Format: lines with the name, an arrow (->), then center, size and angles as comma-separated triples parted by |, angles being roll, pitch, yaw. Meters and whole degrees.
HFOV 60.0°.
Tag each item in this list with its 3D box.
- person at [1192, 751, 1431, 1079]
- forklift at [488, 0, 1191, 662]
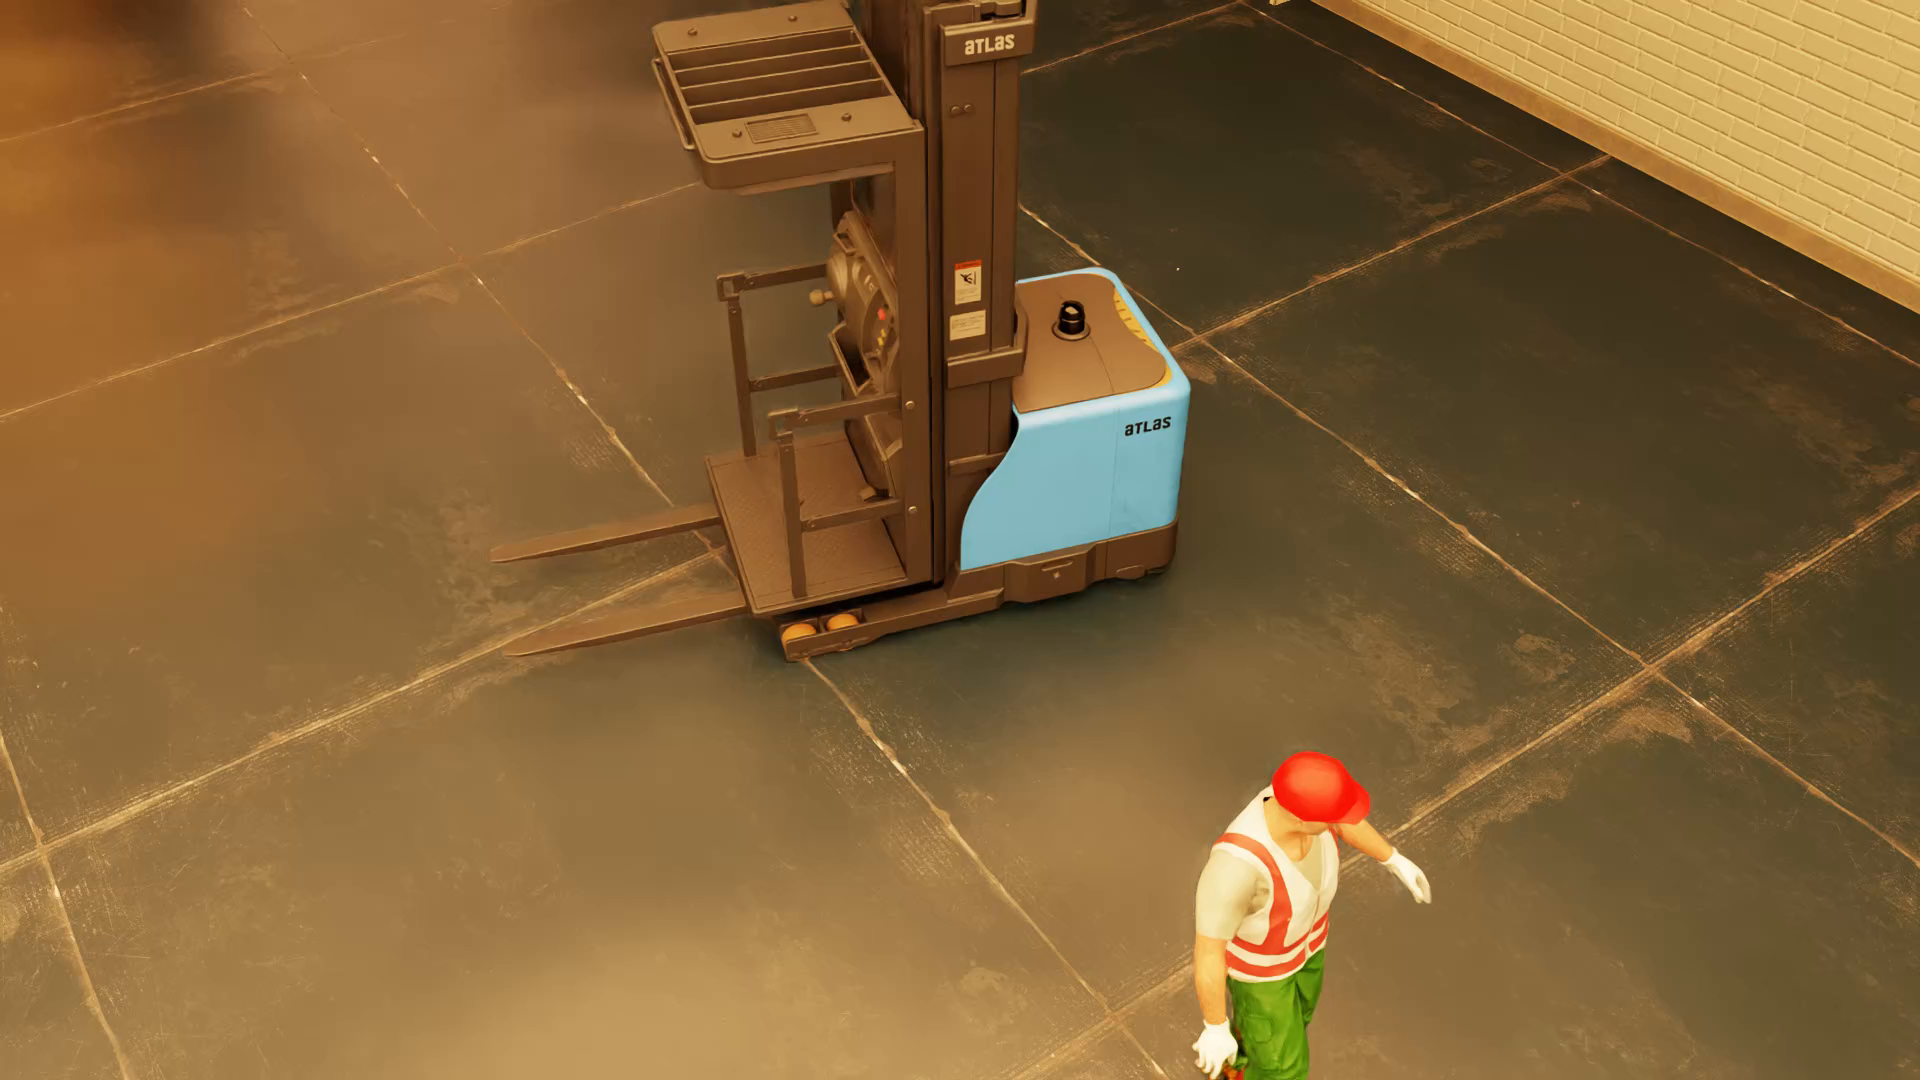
person -> 1.019, 1.300, 5.196 | 0.944, 1.797, 0.478 | -33, 52, -31
forklift -> -0.581, -0.952, 6.748 | 3.031, 2.935, 1.130 | -12, 44, -13
